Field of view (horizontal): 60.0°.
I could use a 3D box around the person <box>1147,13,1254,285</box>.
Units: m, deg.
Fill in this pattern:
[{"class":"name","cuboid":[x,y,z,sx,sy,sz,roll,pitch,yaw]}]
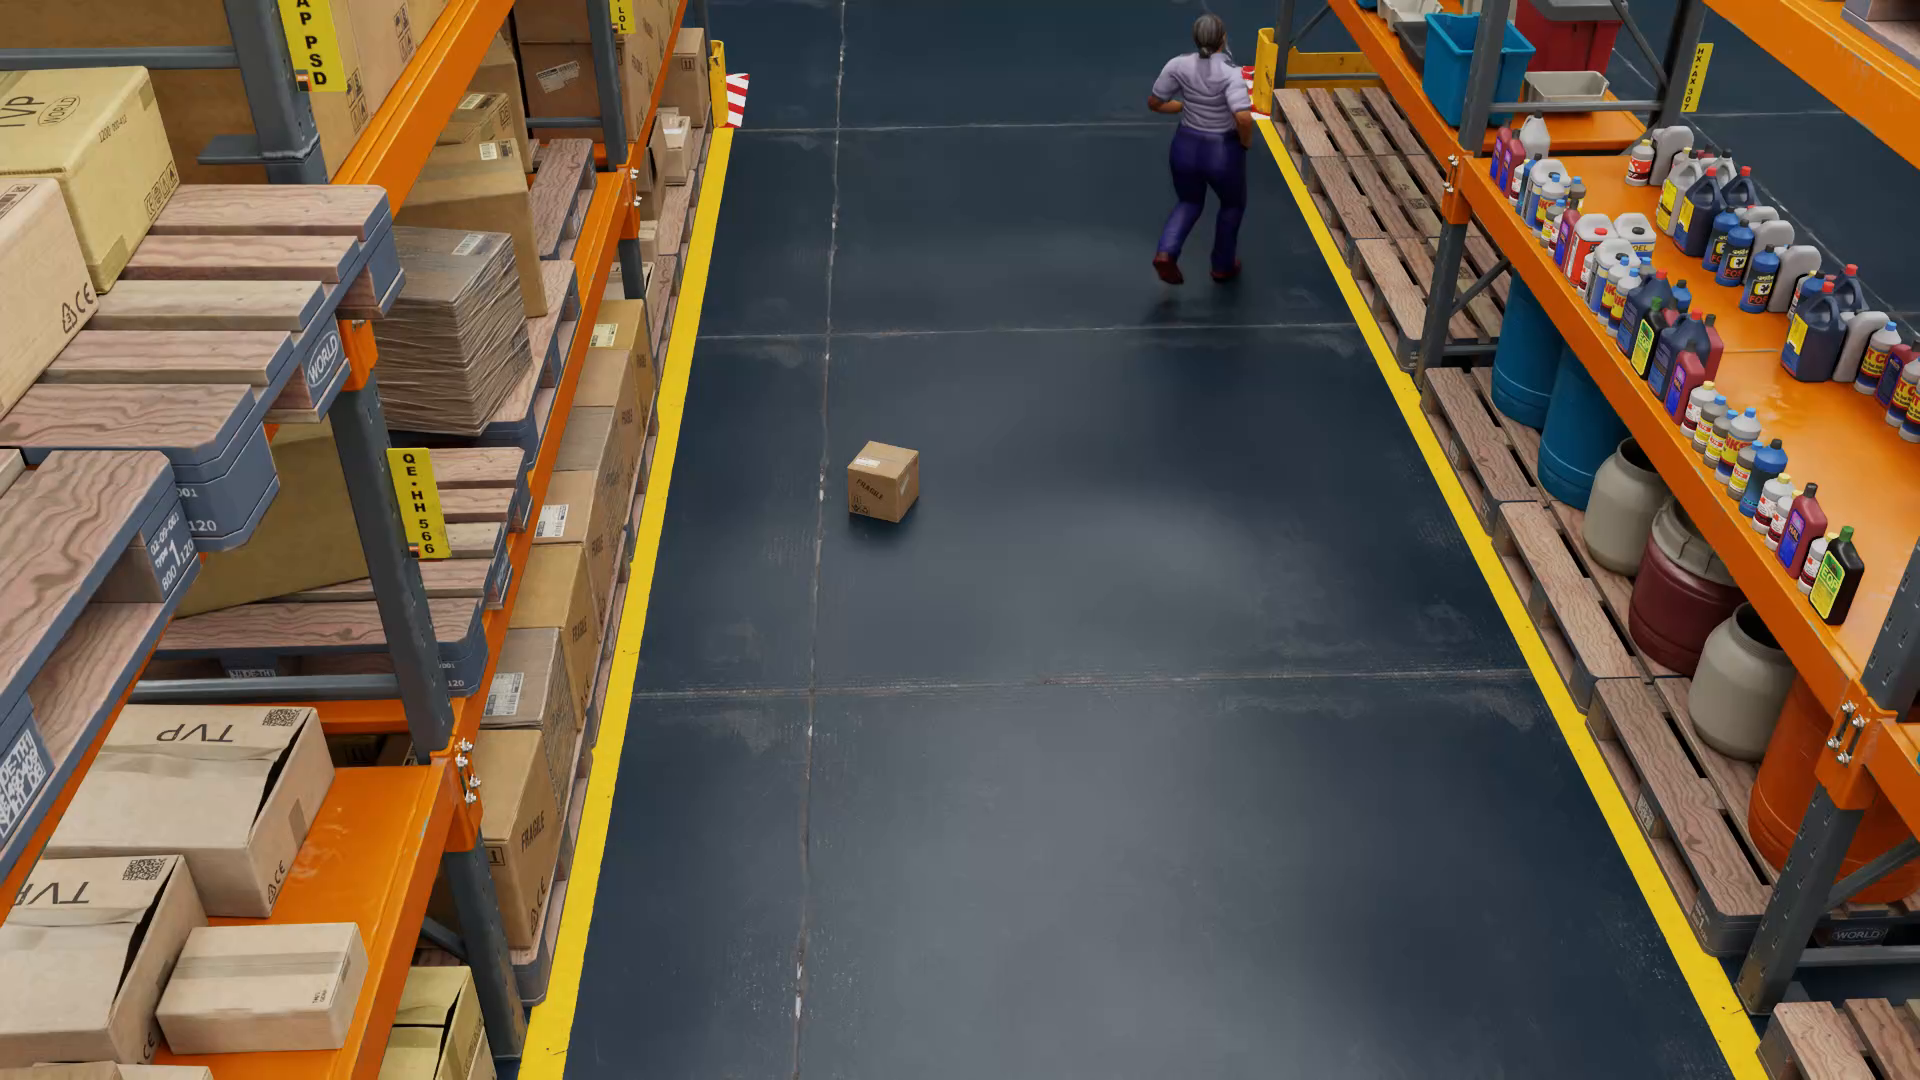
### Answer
[{"class":"person","cuboid":[1.375,-2.130,9.191,0.642,1.628,0.763,19,40,25]}]
